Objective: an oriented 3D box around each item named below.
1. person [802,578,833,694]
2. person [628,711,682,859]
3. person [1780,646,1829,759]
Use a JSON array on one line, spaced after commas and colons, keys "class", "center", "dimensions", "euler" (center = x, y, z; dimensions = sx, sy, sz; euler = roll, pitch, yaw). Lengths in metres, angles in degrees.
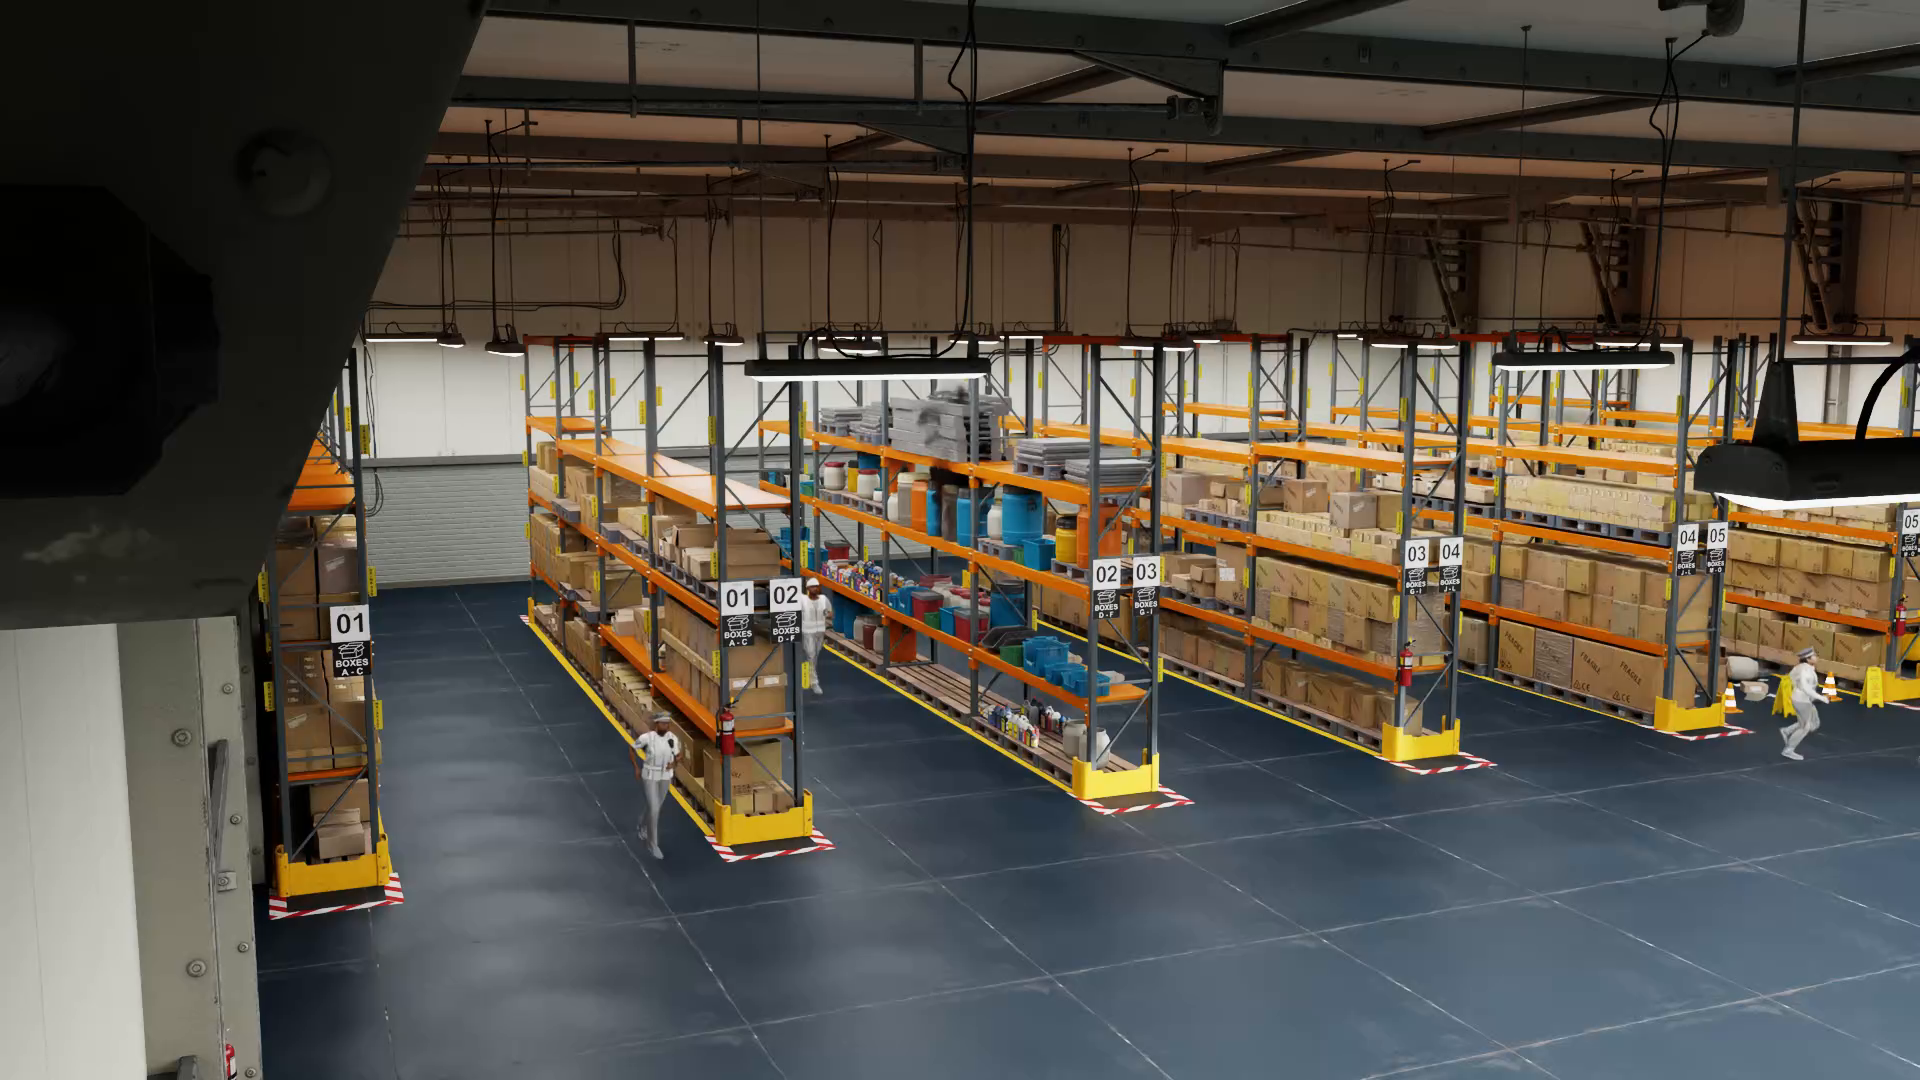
[{"class": "person", "center": [-2.385, 1.533, 27.130], "dimensions": [0.671, 1.834, 0.836], "euler": [-4, 9, -30]}, {"class": "person", "center": [-3.627, 2.878, 19.928], "dimensions": [0.592, 1.726, 0.863], "euler": [-5, 9, -34]}, {"class": "person", "center": [12.219, 2.338, 24.014], "dimensions": [0.583, 1.662, 0.650], "euler": [3, 8, 23]}]
